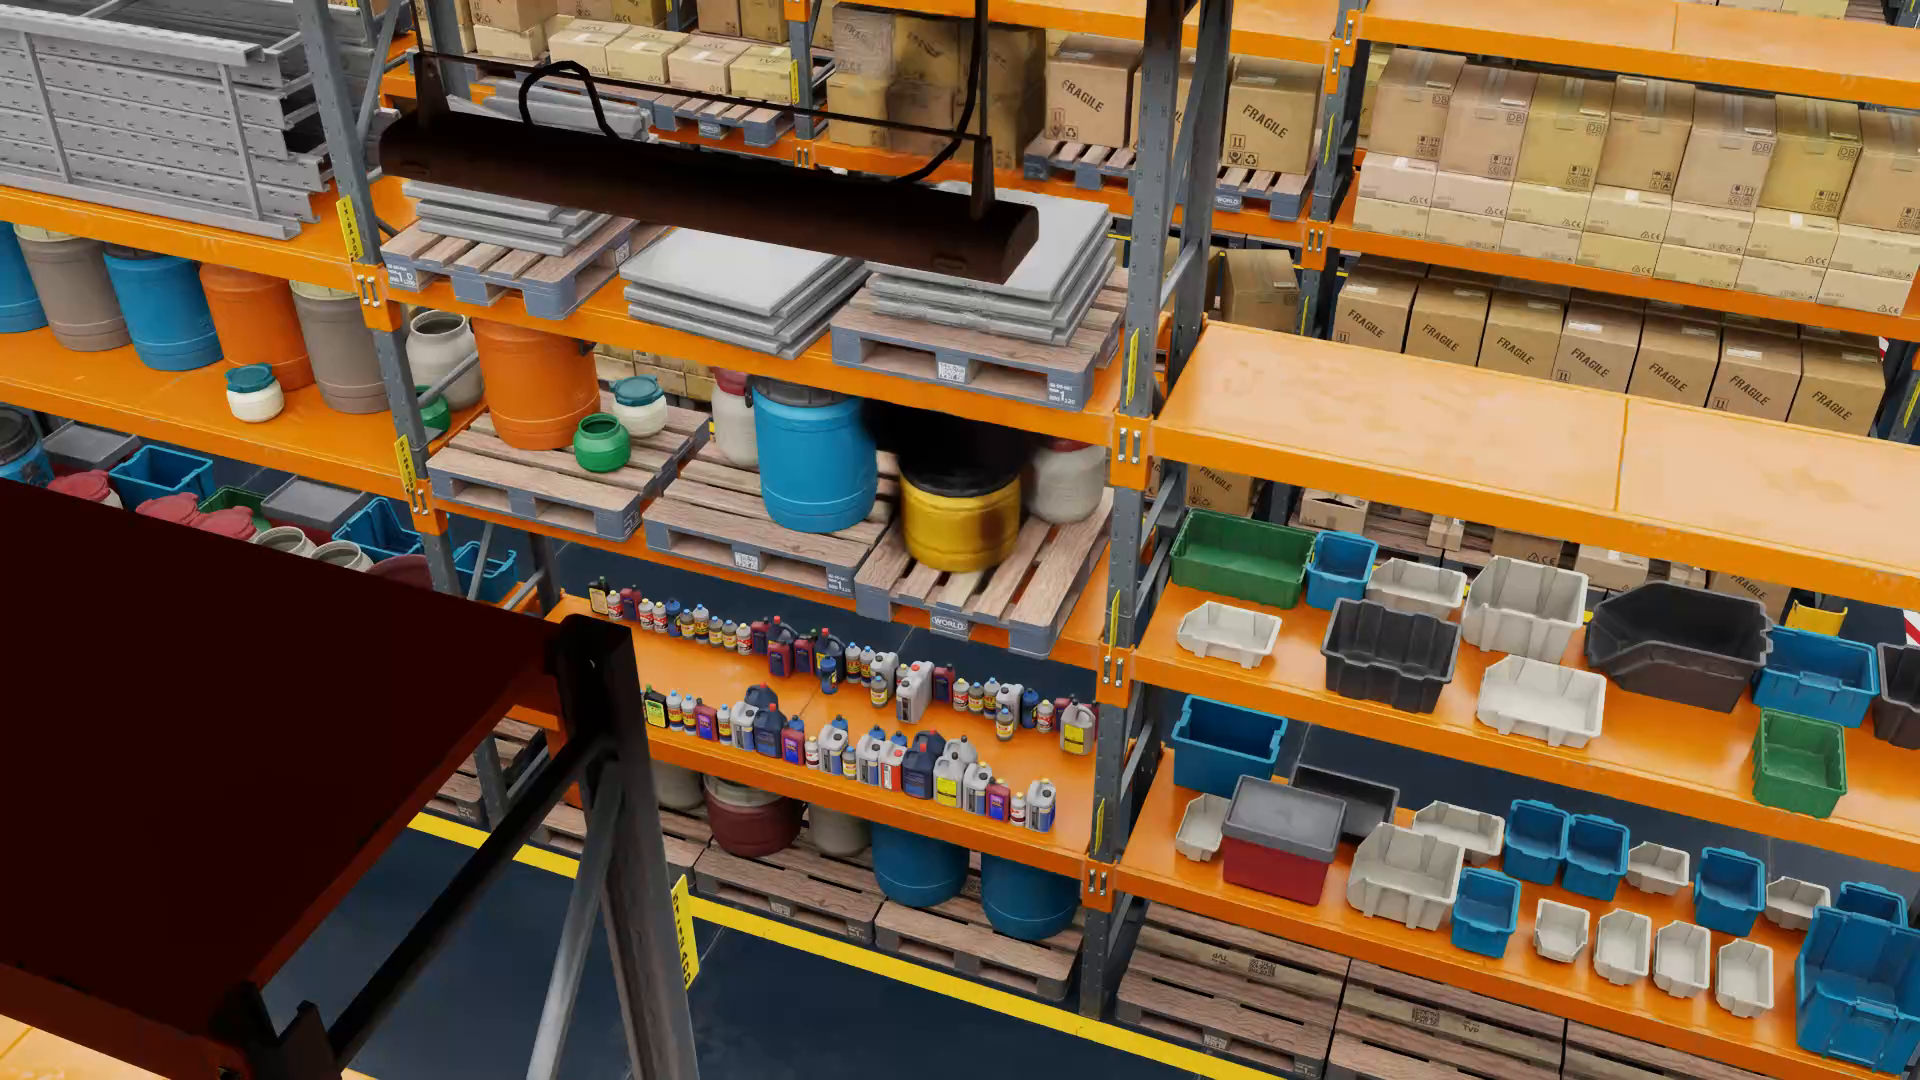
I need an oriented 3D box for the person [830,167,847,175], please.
[{"bbox_3d":[-0.989,-2.754,15.666,0.687,1.726,0.699,6,37,8],"label":"person"}]
